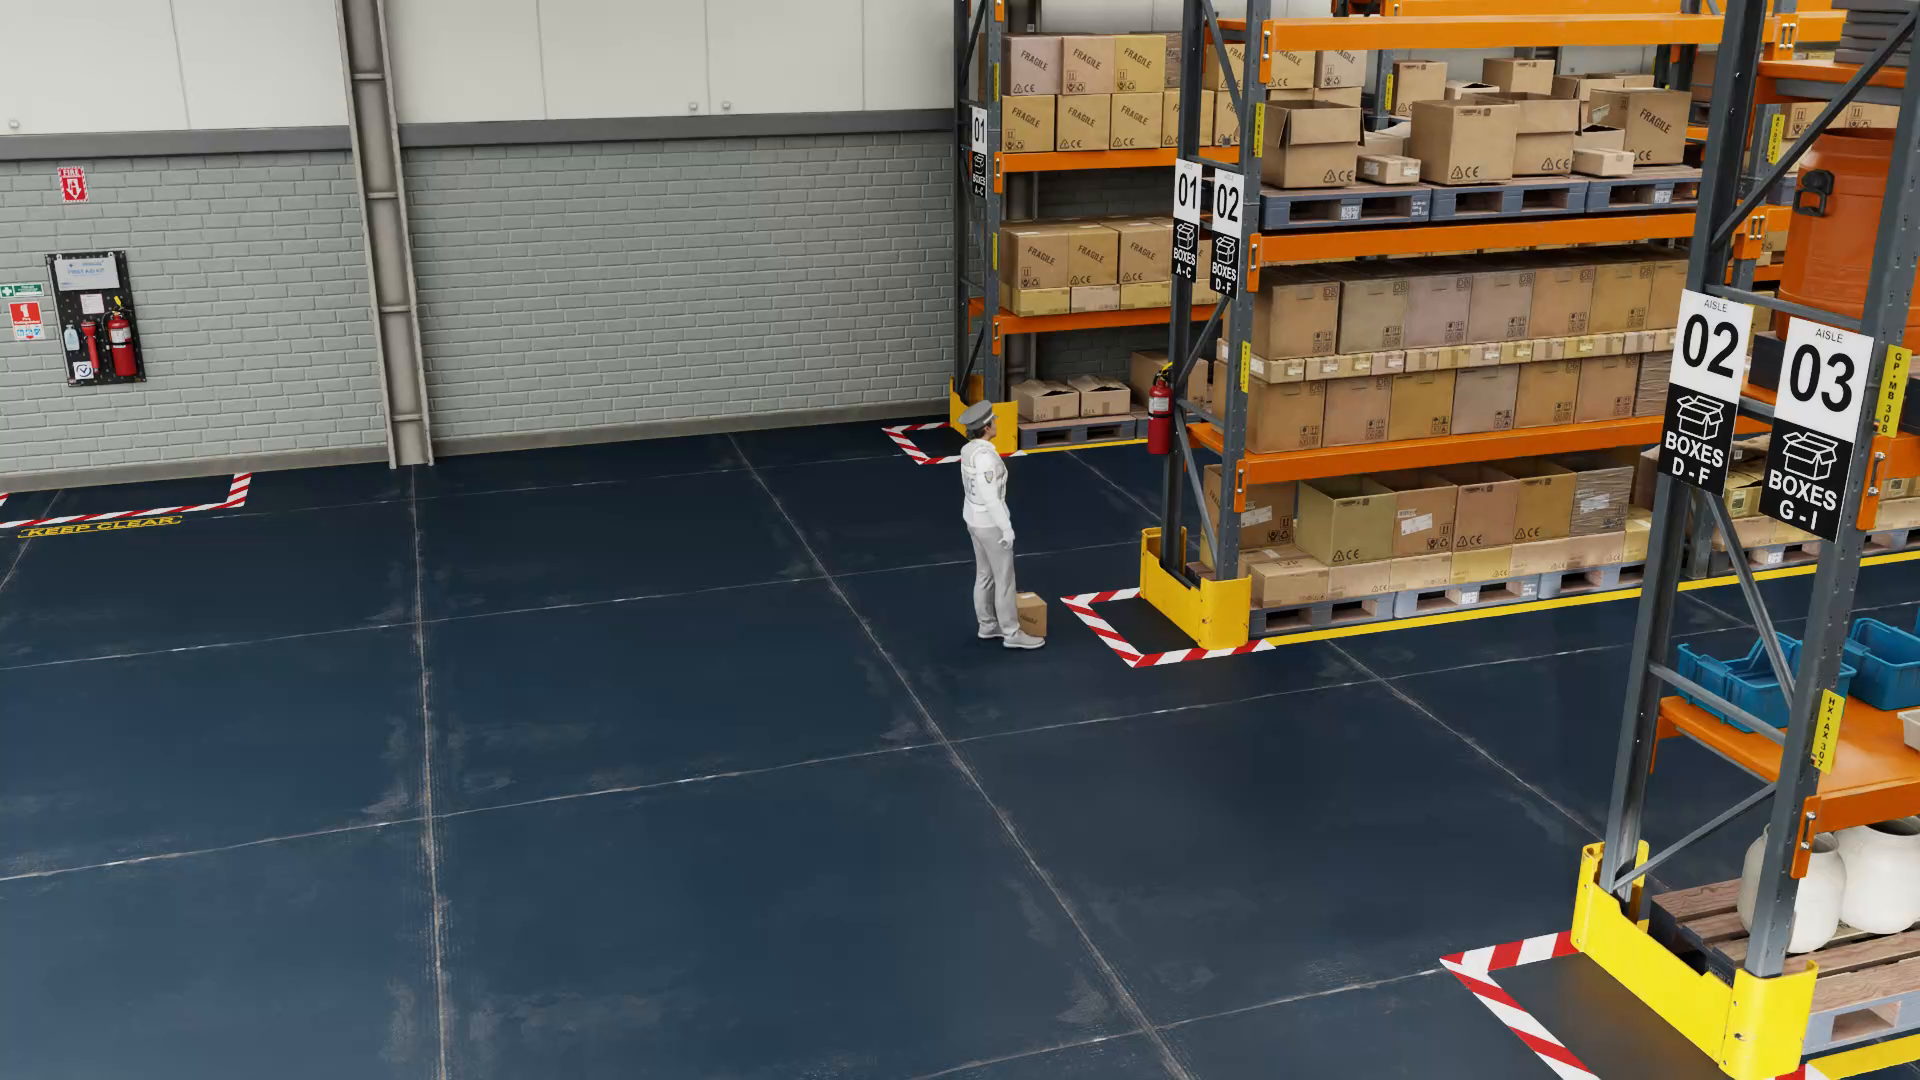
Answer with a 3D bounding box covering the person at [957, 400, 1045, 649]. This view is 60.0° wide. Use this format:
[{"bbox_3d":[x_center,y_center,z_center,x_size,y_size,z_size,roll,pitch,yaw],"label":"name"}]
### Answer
[{"bbox_3d":[0.259,-0.123,11.340,0.531,1.694,0.586,-6,20,-17],"label":"person"}]
